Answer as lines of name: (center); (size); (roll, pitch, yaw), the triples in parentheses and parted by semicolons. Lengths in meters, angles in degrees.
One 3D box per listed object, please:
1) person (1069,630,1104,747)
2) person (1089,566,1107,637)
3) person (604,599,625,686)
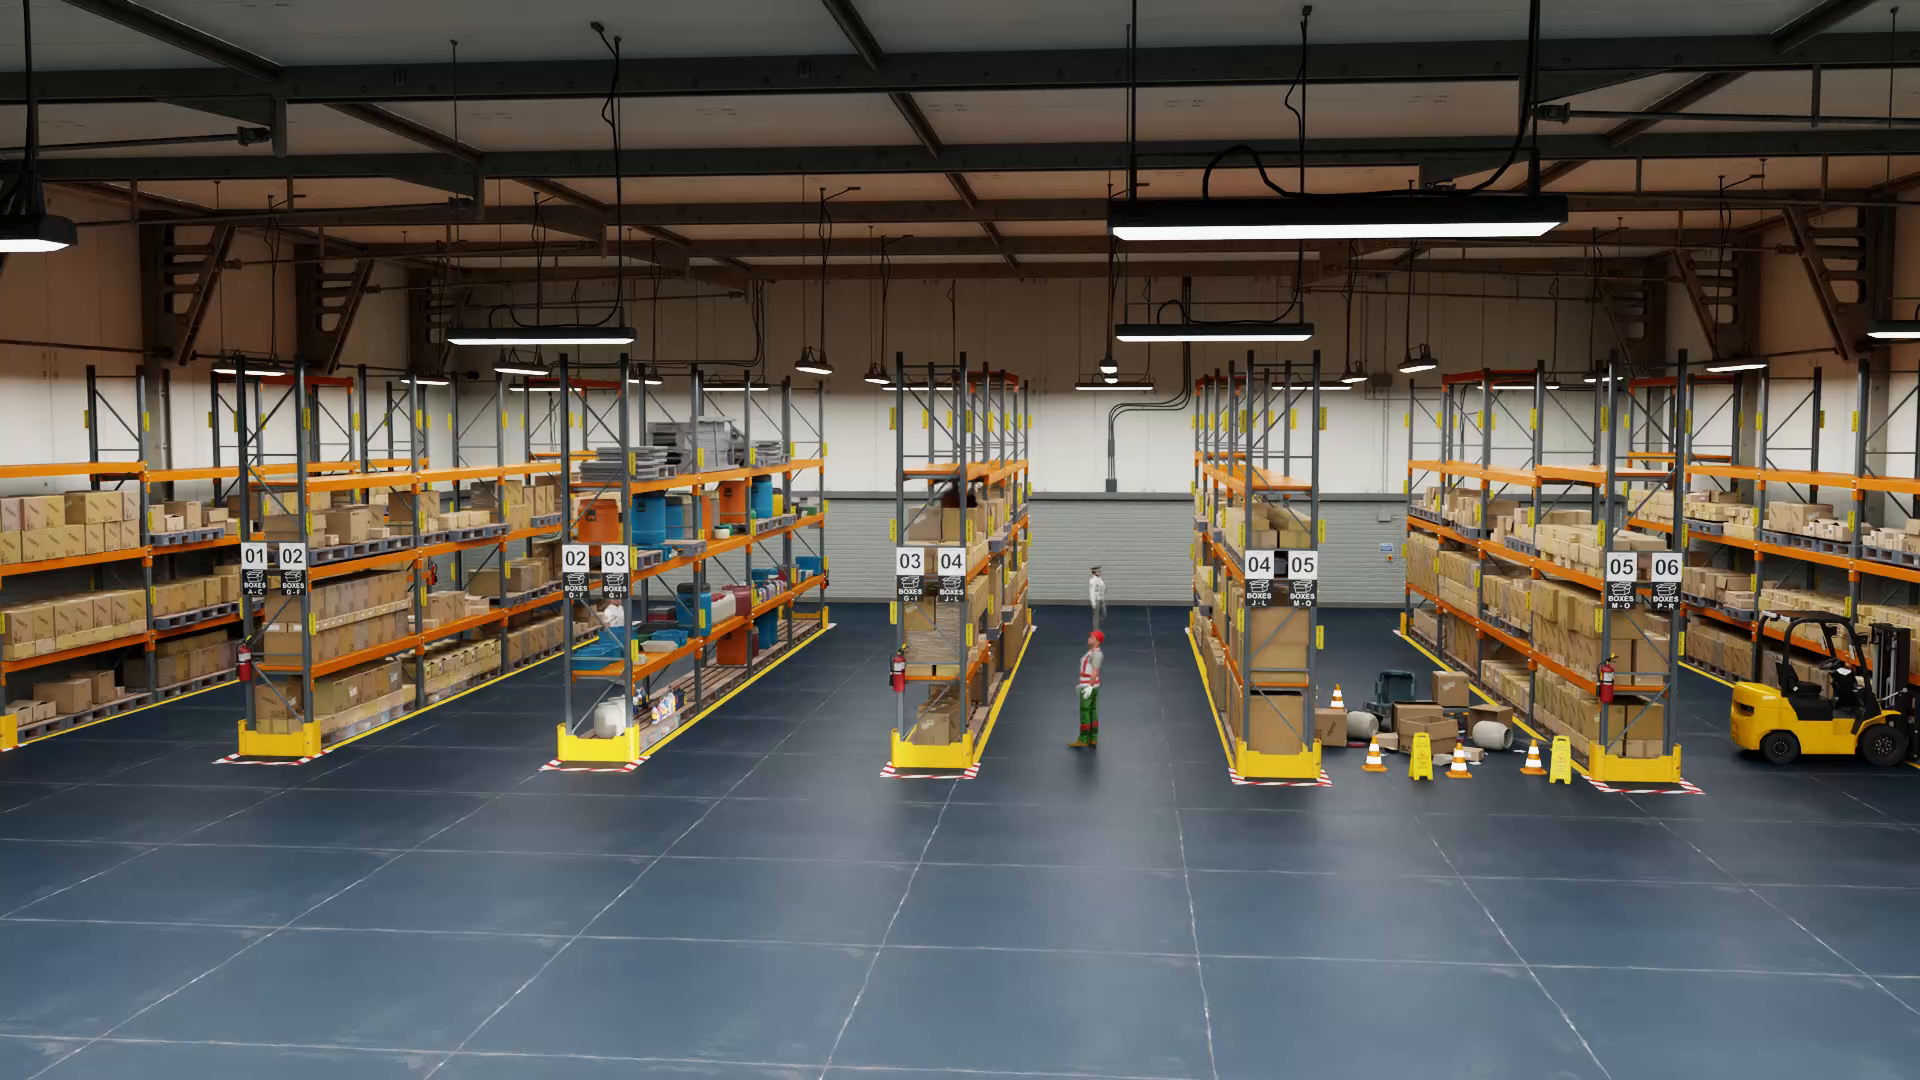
person: (1.957, 2.291, 25.733); (0.528, 1.773, 0.596); (1, 4, 8)
person: (3.222, 1.439, 38.650); (0.395, 1.699, 0.542); (3, 5, 35)
person: (-6.496, 1.864, 31.772); (0.532, 1.794, 0.561); (1, 4, 15)
